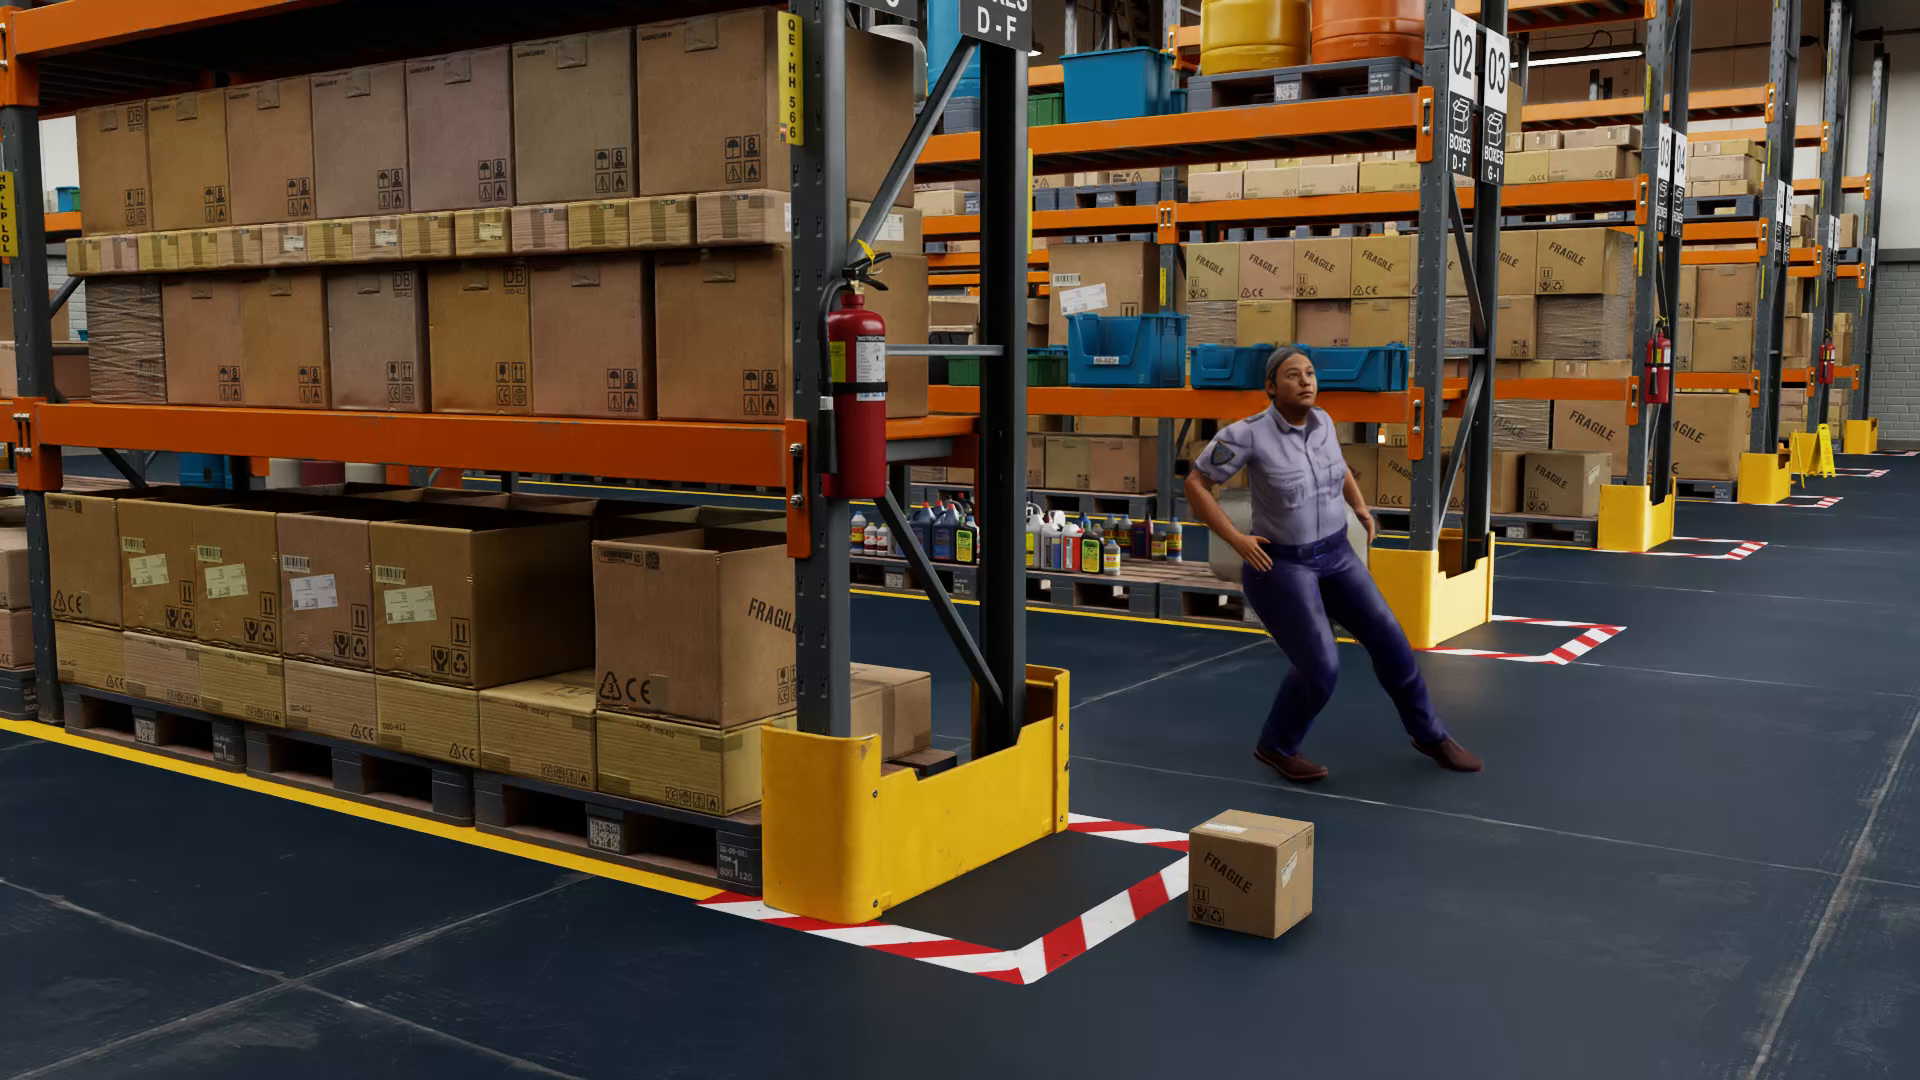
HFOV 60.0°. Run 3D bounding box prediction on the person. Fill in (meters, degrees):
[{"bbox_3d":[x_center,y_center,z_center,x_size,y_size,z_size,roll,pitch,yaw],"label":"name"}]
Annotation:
[{"bbox_3d":[1.337,0.088,5.888,1.041,1.544,0.539,-4,7,-29],"label":"person"}]
